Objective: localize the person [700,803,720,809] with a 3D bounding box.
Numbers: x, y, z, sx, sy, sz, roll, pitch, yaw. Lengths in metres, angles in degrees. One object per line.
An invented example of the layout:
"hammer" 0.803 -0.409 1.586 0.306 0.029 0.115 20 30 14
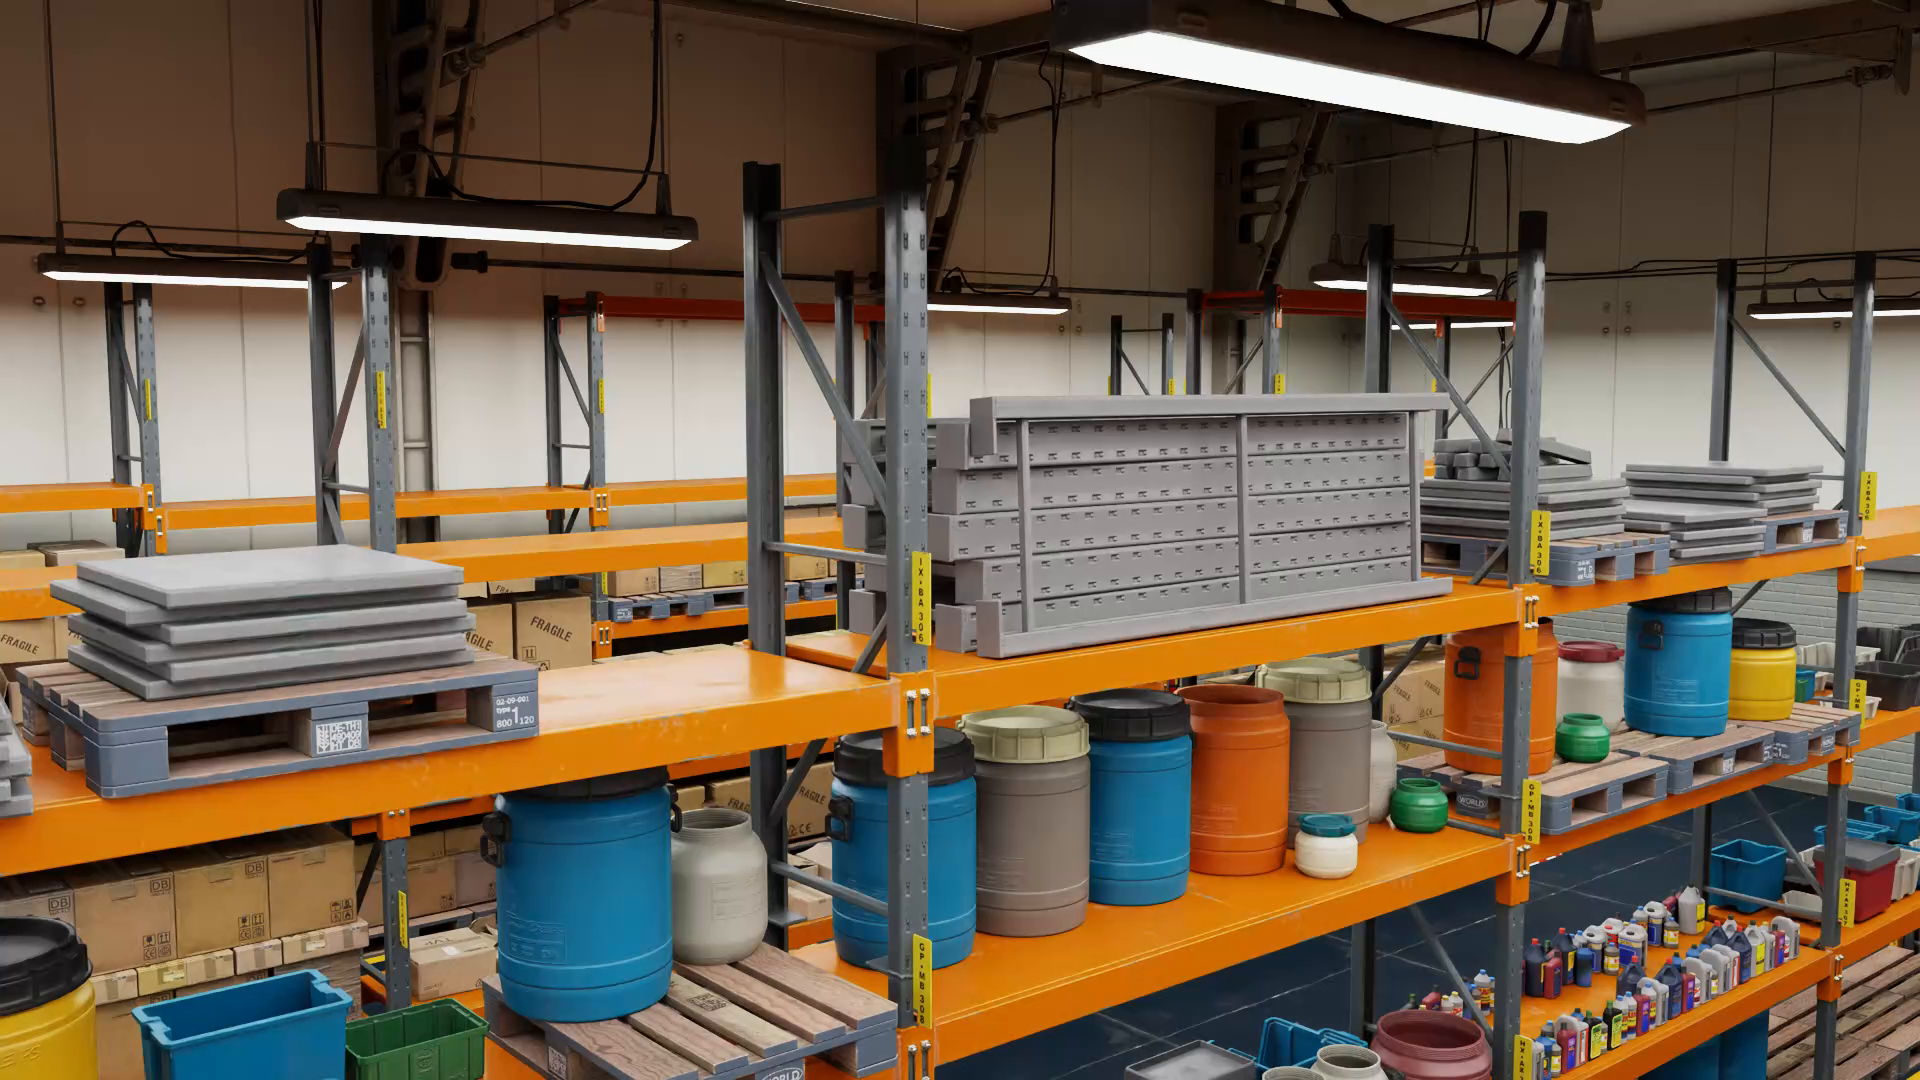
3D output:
"person" -2.070 3.021 14.057 0.573 1.640 0.624 5 7 41
